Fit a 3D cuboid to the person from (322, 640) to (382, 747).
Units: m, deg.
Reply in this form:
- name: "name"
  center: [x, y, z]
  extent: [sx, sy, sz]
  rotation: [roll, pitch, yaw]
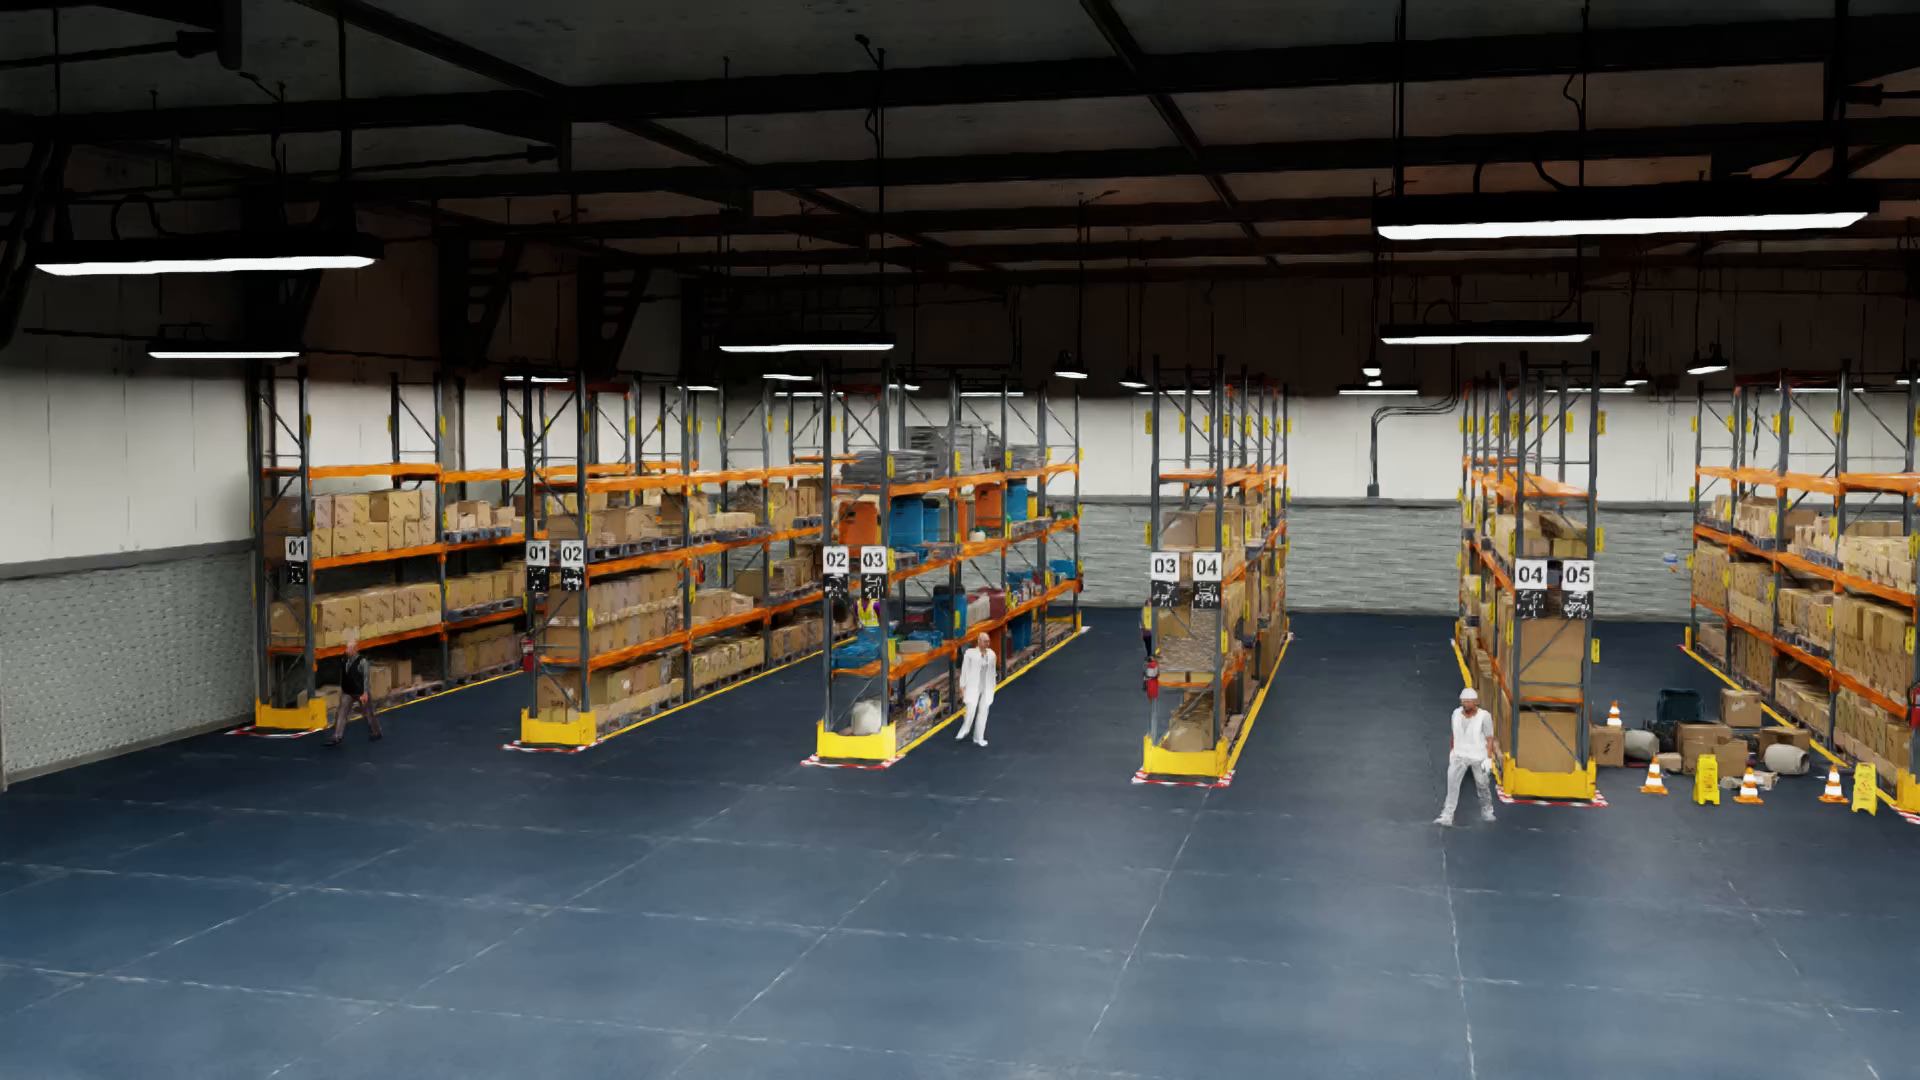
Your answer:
- name: "person"
  center: [-9.420, 2.342, 26.032]
  extent: [0.546, 1.593, 0.939]
  rotation: [1, 4, 16]

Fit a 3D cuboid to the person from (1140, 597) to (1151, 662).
- name: "person"
  center: [3.866, 1.904, 33.836]
  extent: [0.417, 1.504, 1.037]
  rotation: [1, 4, 17]

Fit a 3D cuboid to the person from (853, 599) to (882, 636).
- name: "person"
  center: [-1.933, 1.780, 34.335]
  extent: [0.577, 1.691, 1.121]
  rotation: [1, 4, 17]

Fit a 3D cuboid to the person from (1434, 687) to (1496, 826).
- name: "person"
  center: [6.360, 2.700, 20.798]
  extent: [0.610, 1.739, 0.958]
  rotation: [3, 5, 38]

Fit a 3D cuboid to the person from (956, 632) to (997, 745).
- name: "person"
  center: [0.264, 2.320, 26.117]
  extent: [0.627, 1.772, 0.594]
  rotation: [-1, 4, -21]
